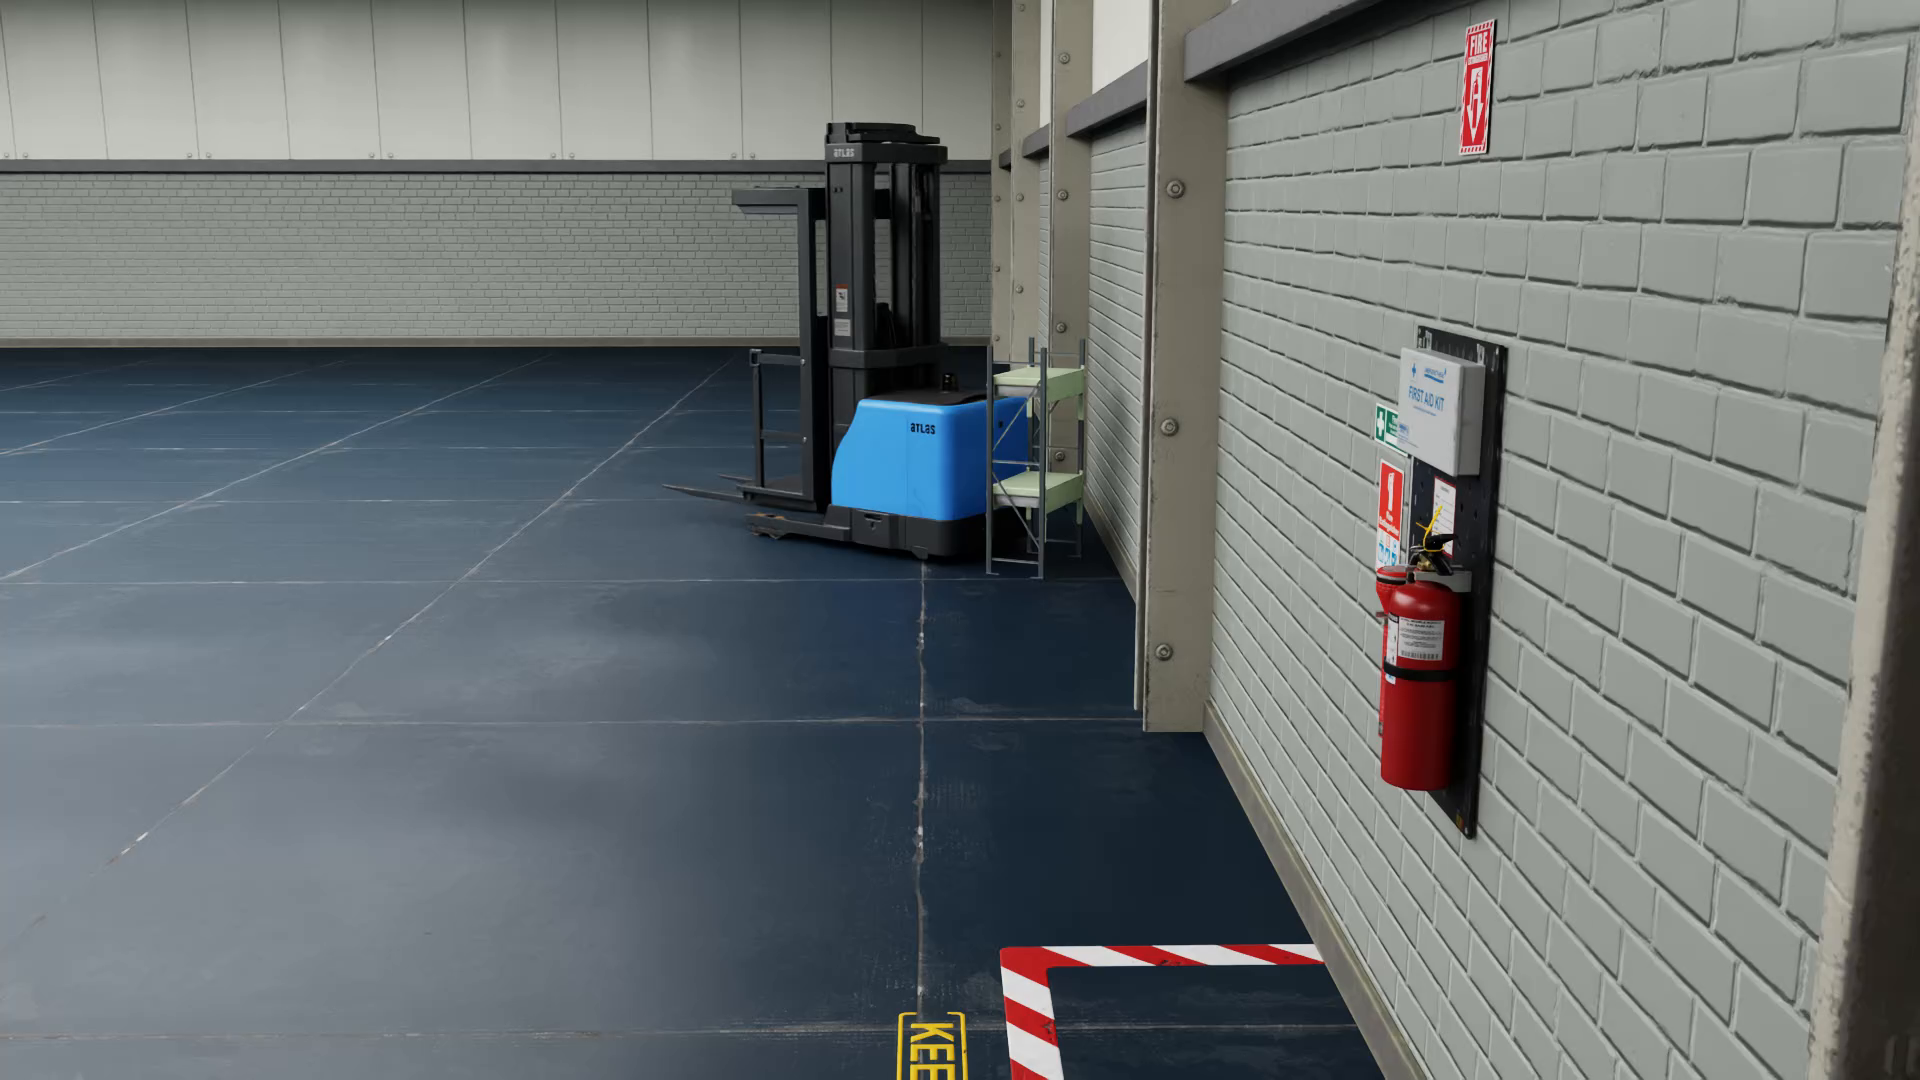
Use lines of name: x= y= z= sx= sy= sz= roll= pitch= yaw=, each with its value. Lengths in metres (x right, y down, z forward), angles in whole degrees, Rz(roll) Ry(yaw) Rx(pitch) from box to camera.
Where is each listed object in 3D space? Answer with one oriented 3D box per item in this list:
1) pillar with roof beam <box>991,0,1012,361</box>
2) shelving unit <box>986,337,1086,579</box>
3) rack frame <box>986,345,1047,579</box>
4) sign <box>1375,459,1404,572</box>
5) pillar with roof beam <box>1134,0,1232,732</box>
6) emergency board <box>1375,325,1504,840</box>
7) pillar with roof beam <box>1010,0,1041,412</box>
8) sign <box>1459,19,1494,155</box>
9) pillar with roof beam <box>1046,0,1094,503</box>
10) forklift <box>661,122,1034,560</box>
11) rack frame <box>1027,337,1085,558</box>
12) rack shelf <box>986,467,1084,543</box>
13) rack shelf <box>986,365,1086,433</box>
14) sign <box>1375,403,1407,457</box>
pillar with roof beam: x=-3.674 y=-7.123 z=24.538 sx=9.100 sy=9.000 sz=0.400 roll=0 pitch=11 yaw=-1
shelving unit: x=0.508 y=-0.563 z=11.062 sx=0.431 sy=1.500 sz=0.755 roll=5 pitch=12 yaw=23
rack frame: x=0.362 y=-0.496 z=10.733 sx=0.400 sy=1.500 sz=0.023 roll=5 pitch=12 yaw=23
sign: x=1.205 y=-0.049 z=4.669 sx=0.001 sy=0.329 sz=0.234 roll=0 pitch=11 yaw=-1
pillar with roof beam: x=-3.302 y=-3.545 z=6.901 sx=9.100 sy=9.000 sz=0.400 roll=0 pitch=11 yaw=-1
emergency board: x=1.113 y=0.078 z=4.128 sx=0.194 sy=1.169 sz=0.643 roll=0 pitch=11 yaw=-1
pillar with roof beam: x=-3.550 y=-5.931 z=18.659 sx=9.100 sy=9.000 sz=0.400 roll=0 pitch=11 yaw=-1
sign: x=1.213 y=-1.060 z=3.908 sx=0.001 sy=0.298 sz=0.199 roll=0 pitch=11 yaw=-1
pillar with roof beam: x=-3.426 y=-4.738 z=12.780 sx=9.100 sy=9.000 sz=0.400 roll=0 pitch=11 yaw=-1
forklift: x=-0.950 y=-1.517 z=12.163 sx=3.031 sy=2.935 sz=1.130 roll=9 pitch=14 yaw=37
rack frame: x=0.654 y=-0.630 z=11.390 sx=0.400 sy=1.500 sz=0.023 roll=5 pitch=12 yaw=23
rack shelf: x=0.508 y=-0.243 z=11.126 sx=0.431 sy=0.370 sz=0.720 roll=5 pitch=12 yaw=23
rack shelf: x=0.508 y=-0.945 z=10.984 sx=0.431 sy=0.370 sz=0.720 roll=5 pitch=12 yaw=23
sign: x=1.196 y=-0.308 z=4.611 sx=0.001 sy=0.109 sz=0.331 roll=0 pitch=11 yaw=-1
